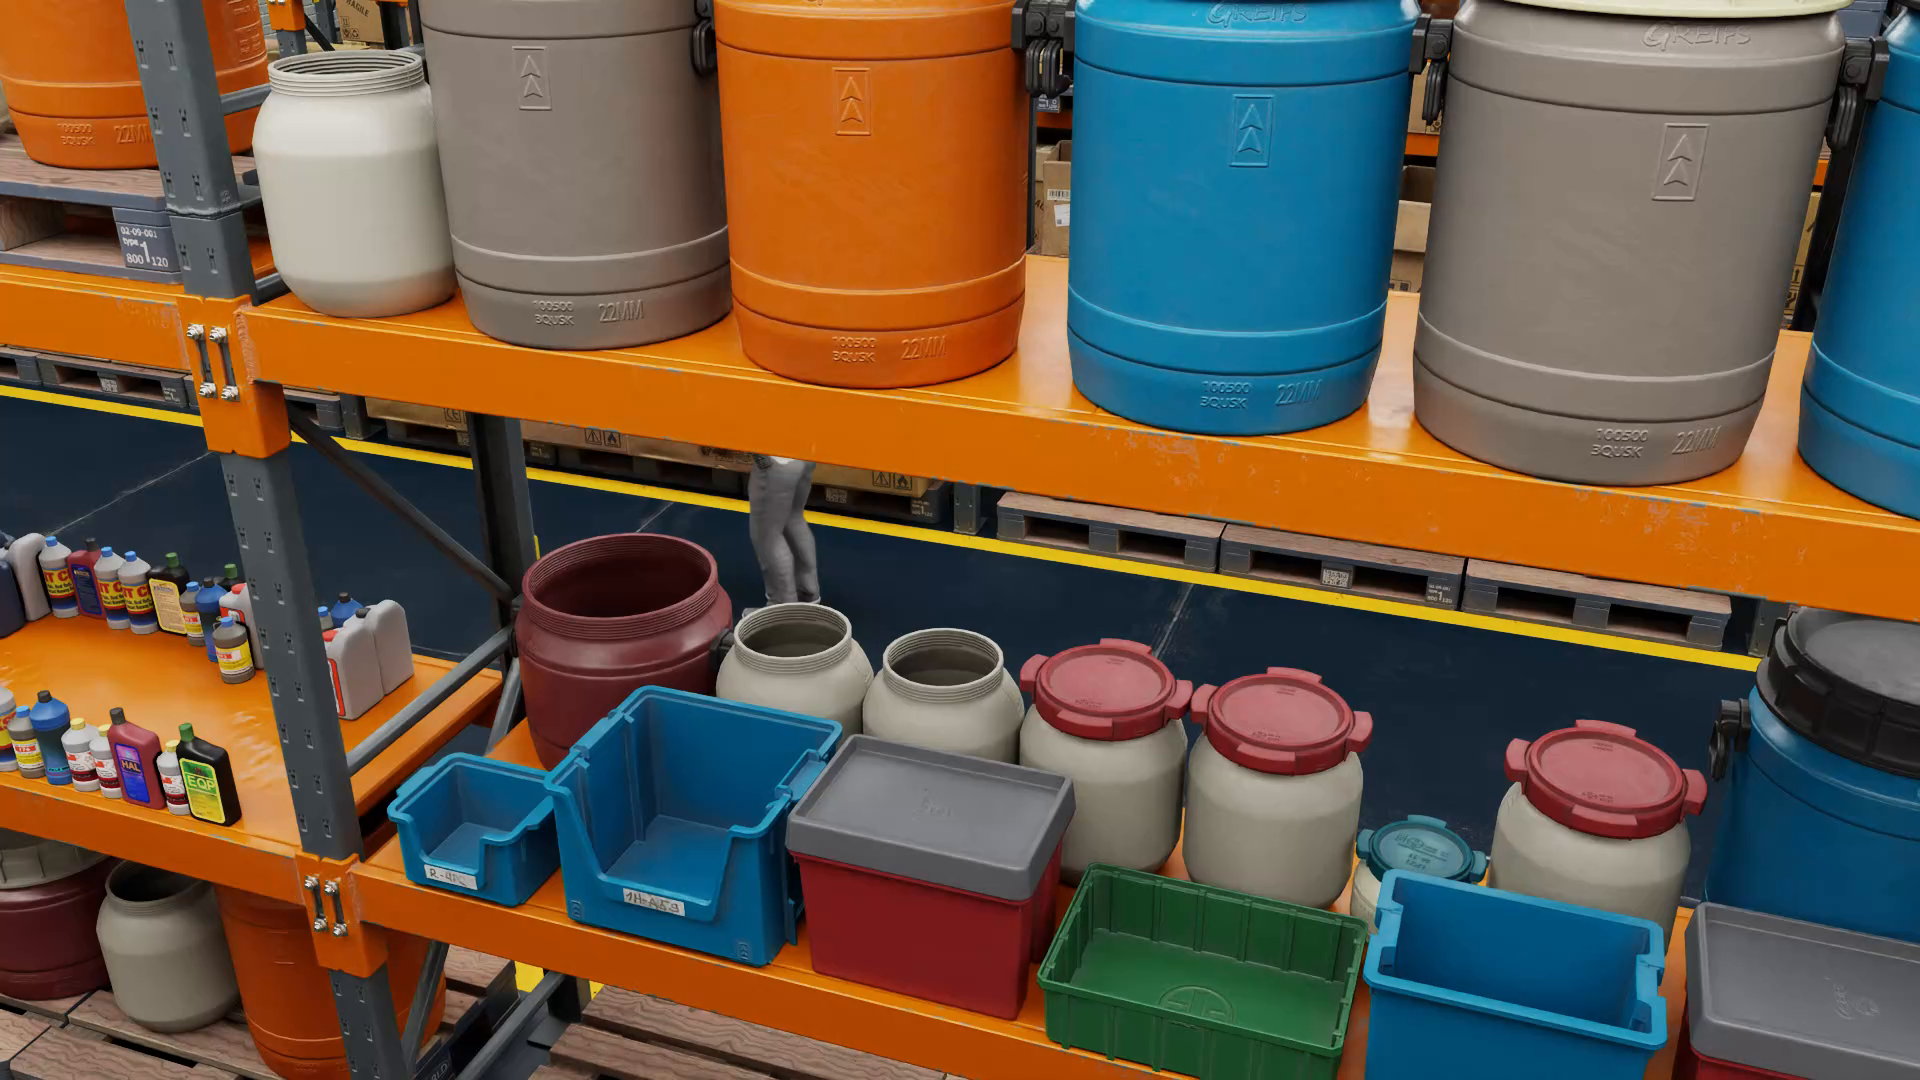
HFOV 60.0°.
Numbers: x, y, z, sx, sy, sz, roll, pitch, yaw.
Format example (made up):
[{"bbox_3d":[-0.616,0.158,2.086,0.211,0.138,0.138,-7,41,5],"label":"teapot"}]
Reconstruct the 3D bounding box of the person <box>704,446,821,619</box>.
[{"bbox_3d":[-0.929,-0.405,7.914,0.508,1.688,0.464,9,27,17],"label":"person"}]
